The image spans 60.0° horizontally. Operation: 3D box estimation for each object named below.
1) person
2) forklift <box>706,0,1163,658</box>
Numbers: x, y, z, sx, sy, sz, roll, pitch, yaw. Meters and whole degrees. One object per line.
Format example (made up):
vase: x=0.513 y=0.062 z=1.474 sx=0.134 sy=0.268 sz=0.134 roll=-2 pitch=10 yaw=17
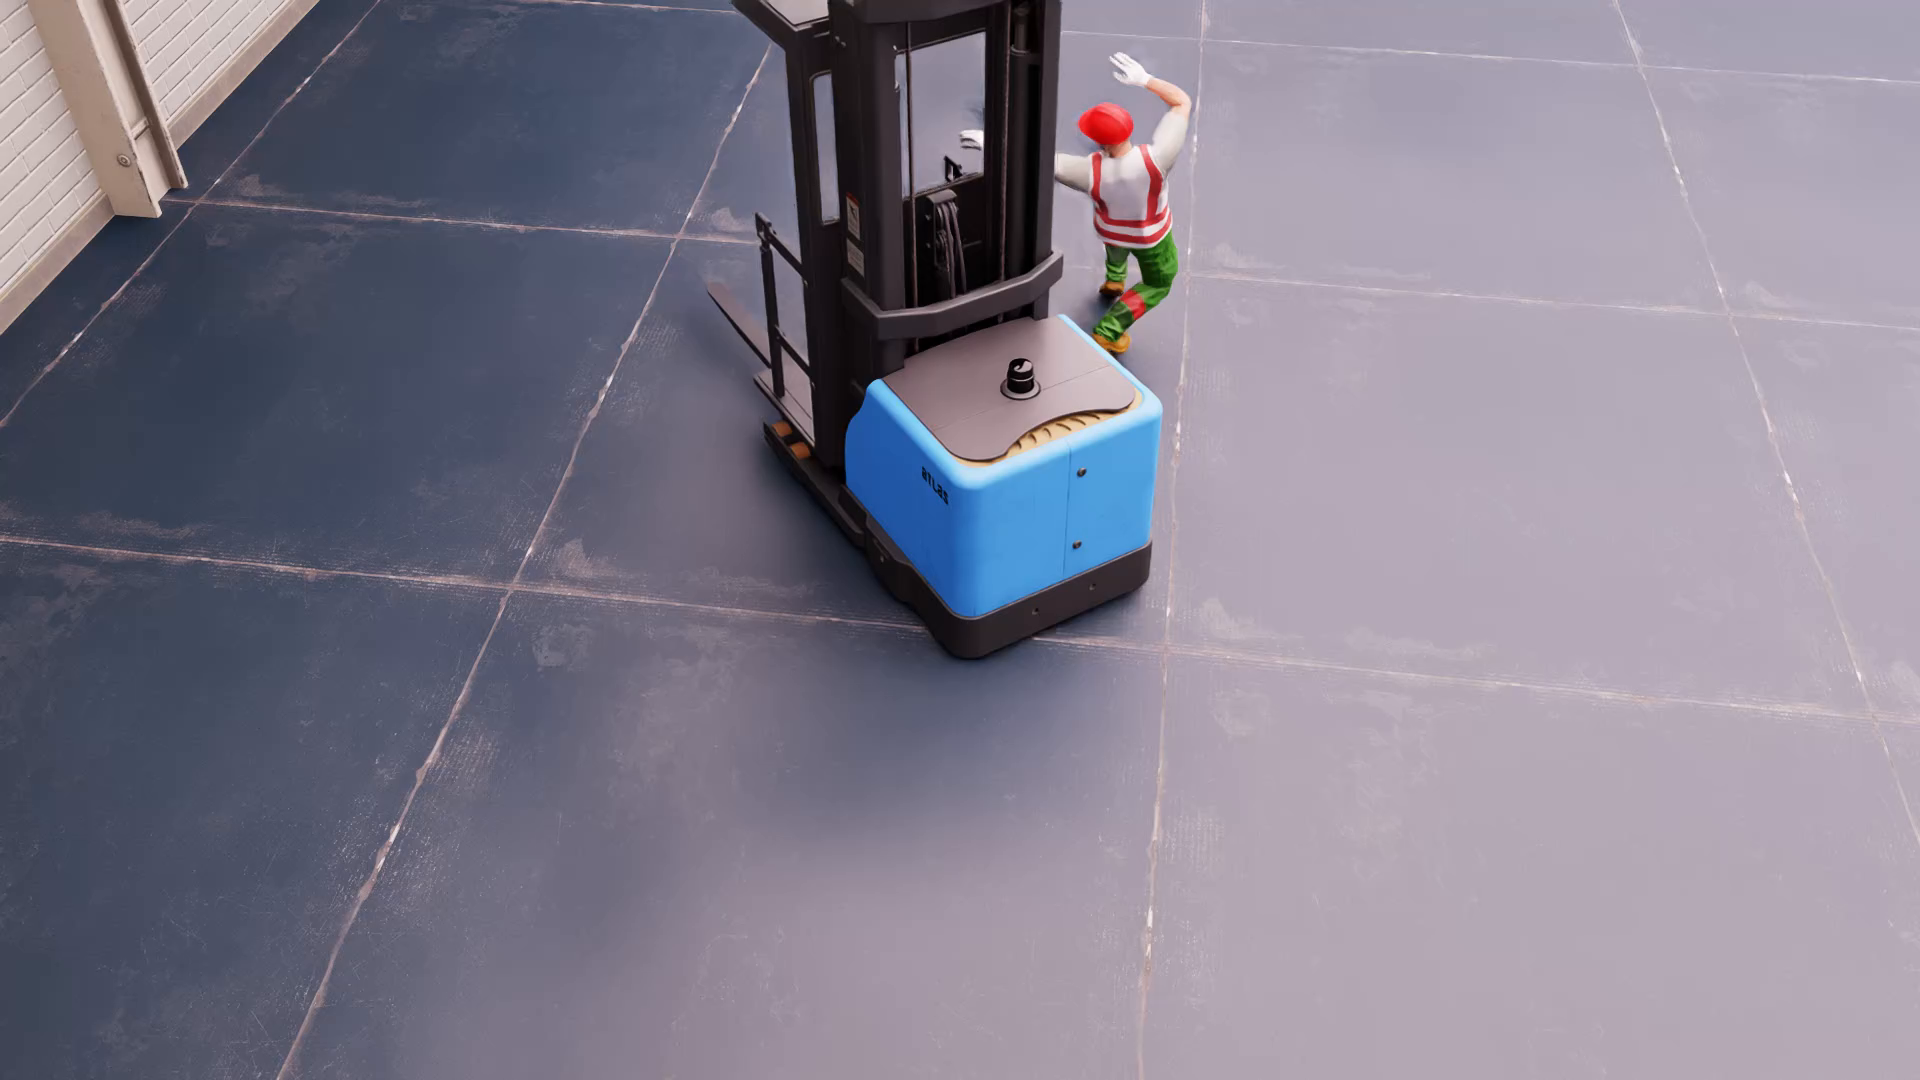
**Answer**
person: x=0.623 y=-1.818 z=8.717 sx=1.112 sy=1.596 sz=0.862 roll=15 pitch=45 yaw=15
forklift: x=-0.322 y=-1.547 z=7.408 sx=1.130 sy=2.935 sz=3.031 roll=-22 pitch=47 yaw=-22
